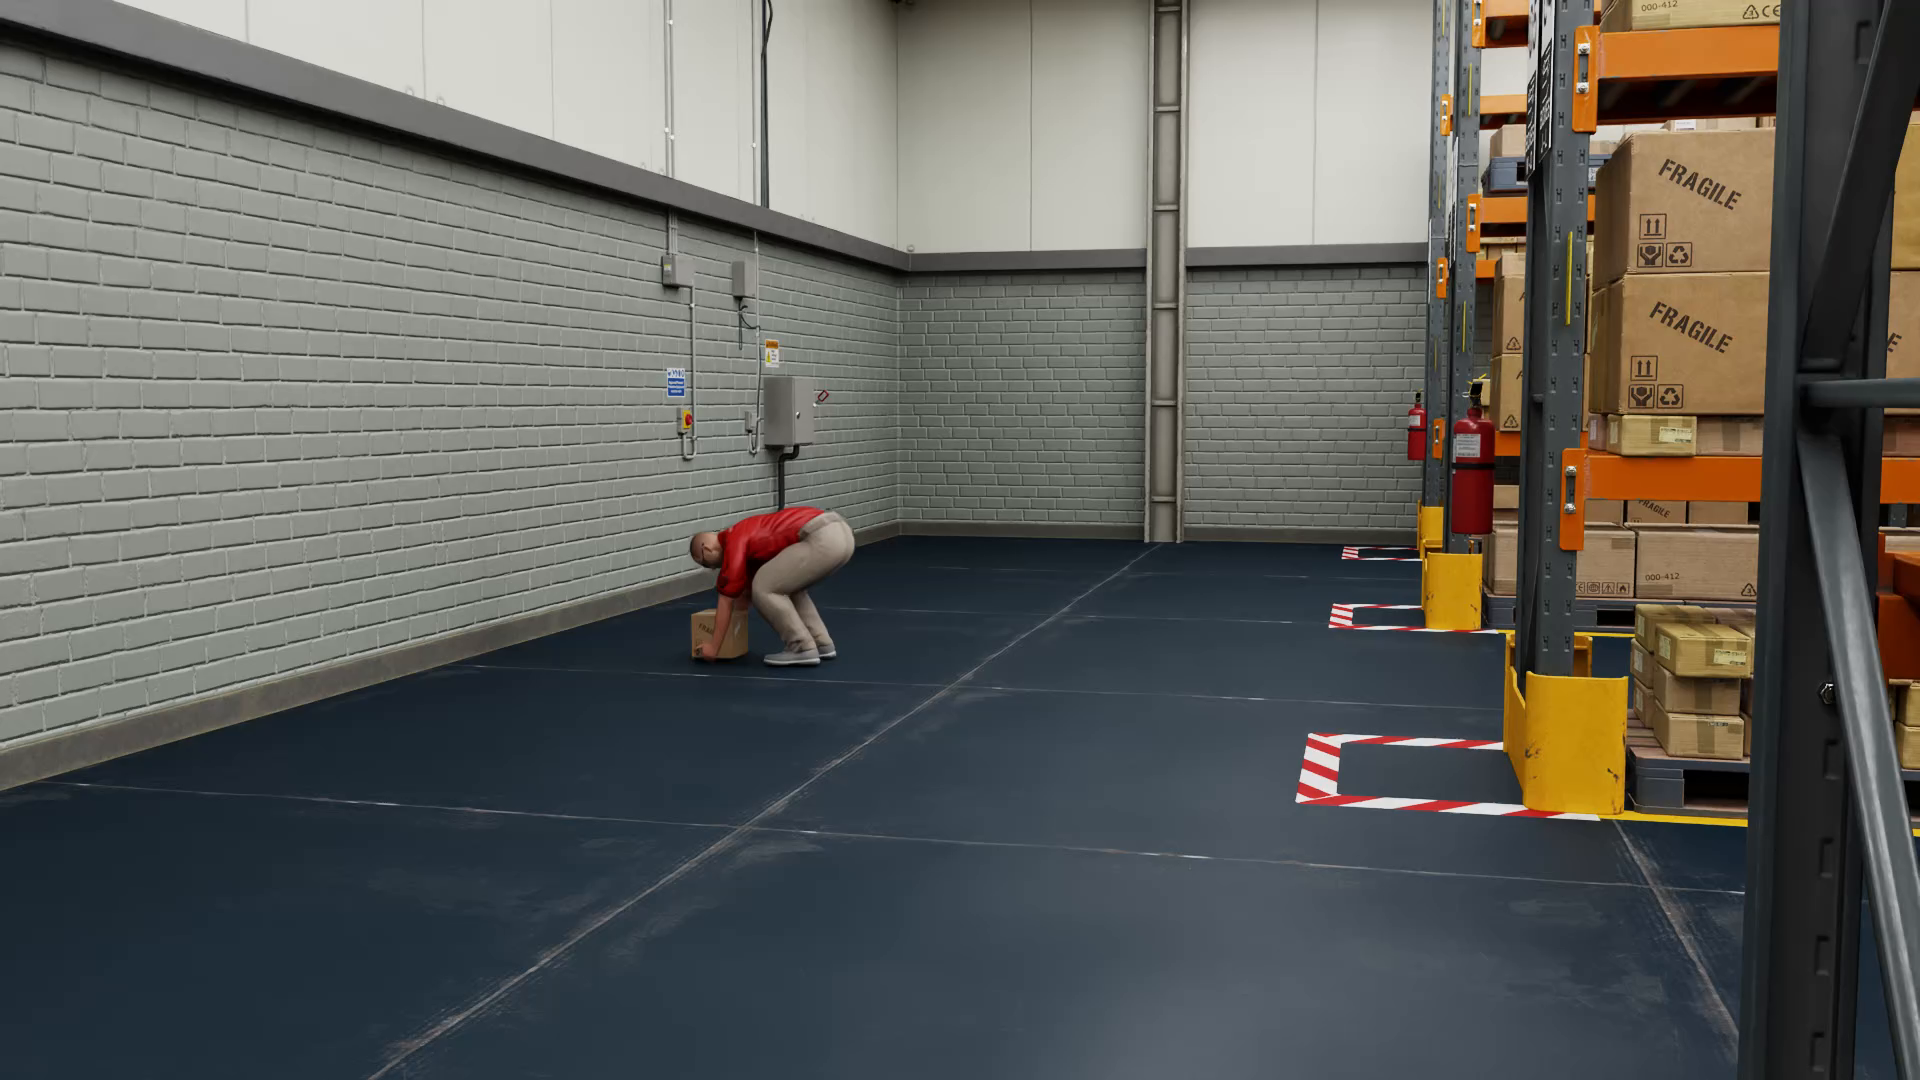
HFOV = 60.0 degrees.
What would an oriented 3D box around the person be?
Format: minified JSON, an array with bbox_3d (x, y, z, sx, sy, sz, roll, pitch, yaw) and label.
[{"bbox_3d":[-0.896,-0.157,9.477,0.393,1.725,0.595,1,5,11],"label":"person"}]
